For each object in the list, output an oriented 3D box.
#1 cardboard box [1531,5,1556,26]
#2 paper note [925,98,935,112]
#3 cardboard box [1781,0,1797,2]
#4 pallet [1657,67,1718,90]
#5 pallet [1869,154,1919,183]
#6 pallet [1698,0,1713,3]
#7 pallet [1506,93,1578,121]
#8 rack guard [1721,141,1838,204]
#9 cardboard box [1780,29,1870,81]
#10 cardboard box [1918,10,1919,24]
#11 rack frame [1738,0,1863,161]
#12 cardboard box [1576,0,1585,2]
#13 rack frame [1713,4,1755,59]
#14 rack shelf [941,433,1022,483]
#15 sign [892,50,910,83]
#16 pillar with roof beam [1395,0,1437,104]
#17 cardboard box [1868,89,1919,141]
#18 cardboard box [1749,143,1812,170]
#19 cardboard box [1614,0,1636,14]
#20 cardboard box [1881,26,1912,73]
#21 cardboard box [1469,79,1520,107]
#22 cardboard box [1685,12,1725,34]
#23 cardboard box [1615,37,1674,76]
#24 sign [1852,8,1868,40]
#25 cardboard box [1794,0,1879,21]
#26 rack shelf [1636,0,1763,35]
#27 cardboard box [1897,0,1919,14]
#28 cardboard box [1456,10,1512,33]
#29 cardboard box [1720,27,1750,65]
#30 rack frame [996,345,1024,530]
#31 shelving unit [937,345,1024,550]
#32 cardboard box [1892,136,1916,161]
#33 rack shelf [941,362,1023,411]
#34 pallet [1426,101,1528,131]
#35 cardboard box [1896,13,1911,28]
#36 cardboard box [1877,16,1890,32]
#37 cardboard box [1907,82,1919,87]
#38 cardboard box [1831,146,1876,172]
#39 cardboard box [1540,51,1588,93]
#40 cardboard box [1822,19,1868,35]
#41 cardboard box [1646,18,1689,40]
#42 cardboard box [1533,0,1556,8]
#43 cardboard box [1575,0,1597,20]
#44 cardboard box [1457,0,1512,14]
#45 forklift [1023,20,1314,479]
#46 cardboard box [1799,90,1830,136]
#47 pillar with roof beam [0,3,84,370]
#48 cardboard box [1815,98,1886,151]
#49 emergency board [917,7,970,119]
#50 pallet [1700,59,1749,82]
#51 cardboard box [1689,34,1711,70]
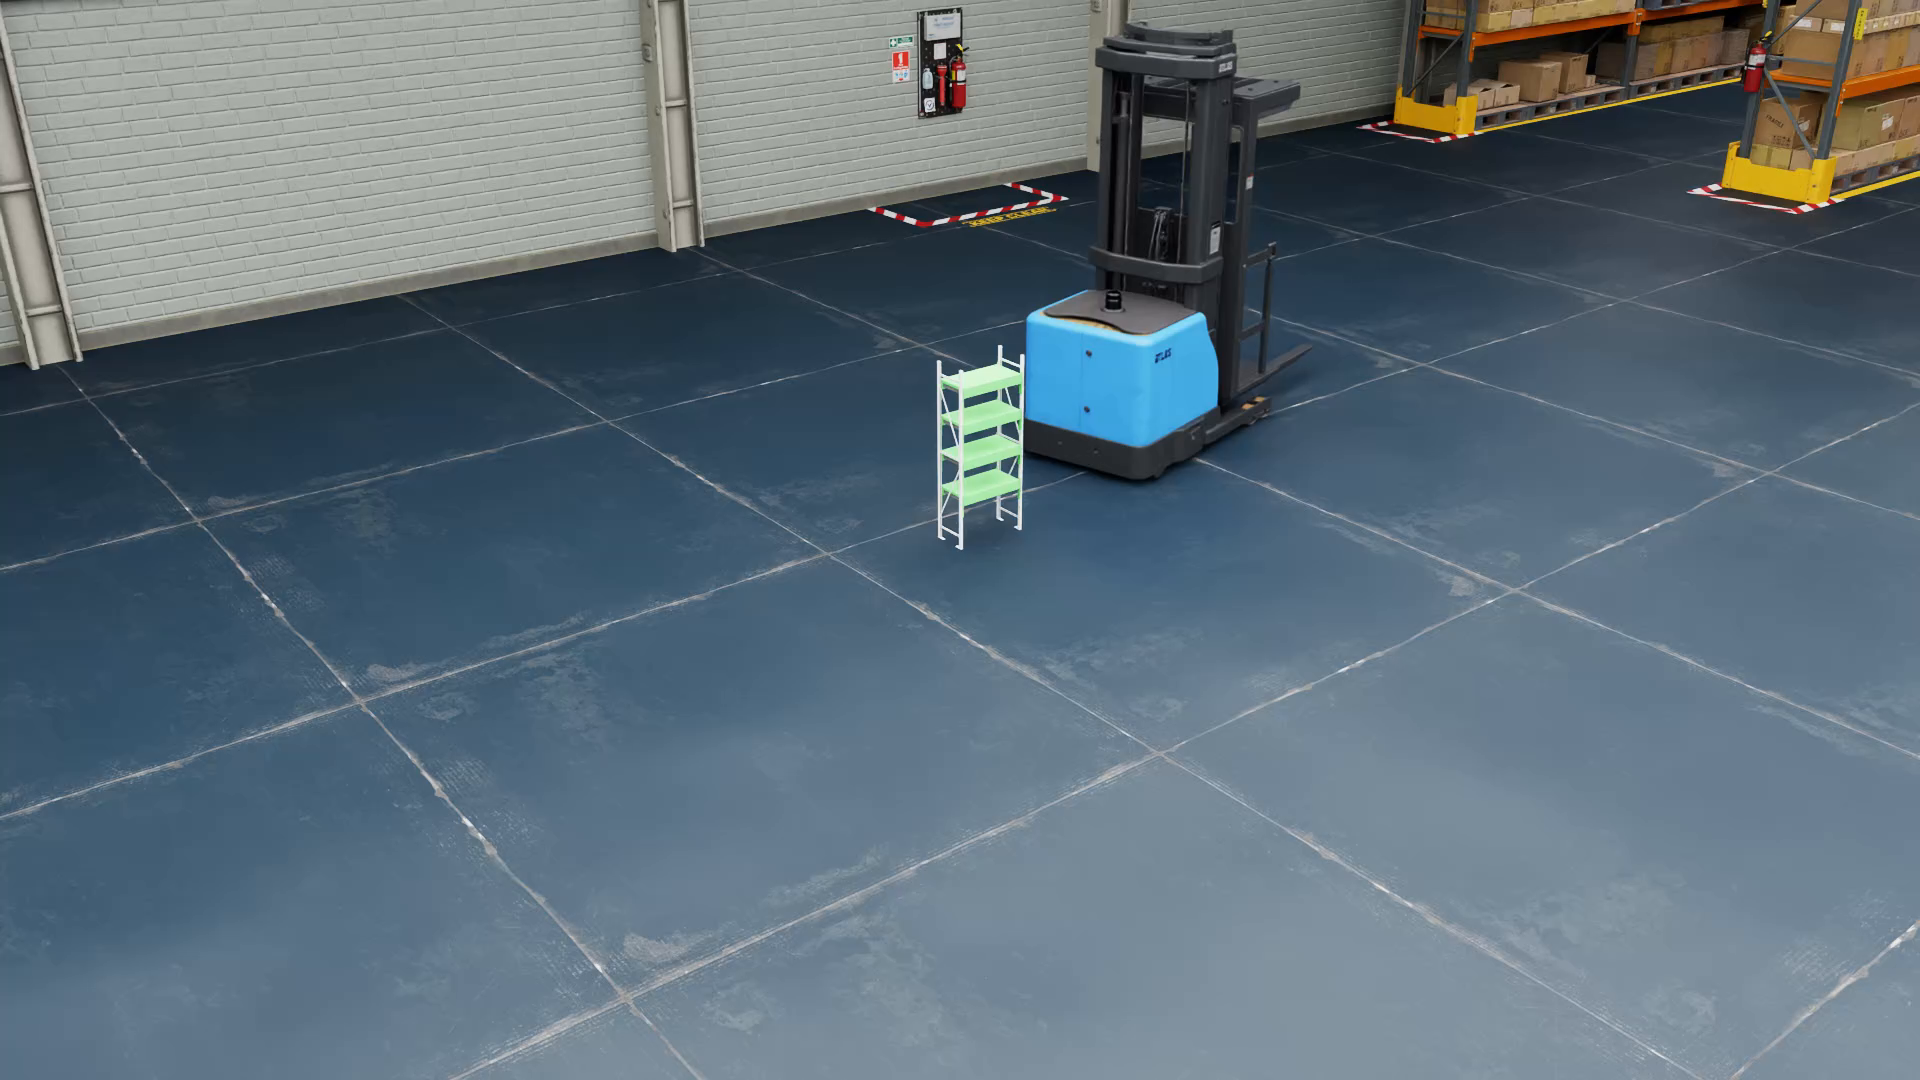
[{"bbox_3d":[7.899,-7.312,23.097,0.500,0.250,0.500,-19,31,-35],"label":"cardboard box"},{"bbox_3d":[-0.340,-4.938,18.872,0.142,0.148,0.016,-18,31,-34],"label":"paper note"},{"bbox_3d":[14.163,-8.746,28.087,0.750,0.750,0.750,-18,31,-34],"label":"cardboard box"},{"bbox_3d":[11.235,-7.375,26.391,1.213,0.211,1.003,-18,31,-34],"label":"pallet"},{"bbox_3d":[11.109,-4.703,20.632,1.213,0.211,1.003,-18,31,-34],"label":"pallet"},{"bbox_3d":[11.277,-8.543,25.823,1.213,0.211,1.003,-18,31,-34],"label":"pallet"},{"bbox_3d":[8.195,-6.349,24.180,1.213,0.211,1.003,-18,31,-34],"label":"pallet"},{"bbox_3d":[9.555,-4.300,19.421,0.348,0.500,1.175,-18,31,-34],"label":"rack guard"},{"bbox_3d":[9.949,-5.602,19.139,0.500,0.500,0.700,-18,31,-34],"label":"cardboard box"},{"bbox_3d":[11.226,-6.209,19.676,0.250,0.149,0.380,-18,30,-34],"label":"cardboard box"},{"bbox_3d":[9.574,-5.440,18.908,0.127,3.000,1.000,-18,31,-34],"label":"rack frame"},{"bbox_3d":[8.689,-7.916,23.507,0.500,0.500,0.500,-19,31,-35],"label":"cardboard box"},{"bbox_3d":[12.810,-9.158,26.920,0.127,3.000,1.000,-18,31,-34],"label":"rack frame"},{"bbox_3d":[0.130,-0.529,10.617,0.480,0.148,0.258,-18,31,-34],"label":"rack shelf"},{"bbox_3d":[-0.657,-5.267,18.493,0.234,0.329,0.001,-18,31,-34],"label":"sign"},{"bbox_3d":[9.188,-8.843,19.115,0.400,9.000,9.100,-18,31,-34],"label":"pillar with roof beam"},{"bbox_3d":[11.315,-5.178,20.220,0.500,0.500,0.500,-18,31,-34],"label":"cardboard box"},{"bbox_3d":[9.814,-4.620,19.910,0.500,0.250,0.500,-18,31,-34],"label":"cardboard box"},{"bbox_3d":[9.476,-7.837,24.227,0.500,0.250,0.500,-18,30,-34],"label":"cardboard box"},{"bbox_3d":[10.754,-5.867,19.710,0.500,0.500,0.700,-18,30,-34],"label":"cardboard box"},{"bbox_3d":[7.563,-6.358,23.557,0.500,0.311,0.500,-15,29,-30],"label":"cardboard box"},{"bbox_3d":[11.788,-8.232,26.481,0.500,0.250,0.500,-18,30,-33],"label":"cardboard box"},{"bbox_3d":[10.607,-7.532,25.863,0.500,0.500,0.700,-19,31,-35],"label":"cardboard box"},{"bbox_3d":[9.912,-5.683,18.310,0.005,0.325,0.100,-18,31,-34],"label":"sign"},{"bbox_3d":[9.991,-6.204,18.896,0.500,0.500,0.700,-18,30,-34],"label":"cardboard box"},{"bbox_3d":[11.236,-8.312,25.952,4.000,0.370,1.077,-18,31,-34],"label":"rack shelf"},{"bbox_3d":[10.798,-6.474,19.477,0.500,0.500,0.700,-18,30,-34],"label":"cardboard box"},{"bbox_3d":[7.094,-7.043,22.516,0.500,0.250,0.500,-19,31,-35],"label":"cardboard box"},{"bbox_3d":[12.275,-8.019,26.913,0.500,0.500,0.700,-18,30,-33],"label":"cardboard box"},{"bbox_3d":[0.322,-0.651,10.727,0.015,1.200,0.240,-18,31,-34],"label":"rack frame"},{"bbox_3d":[0.130,-0.587,10.590,0.503,1.200,0.258,-18,31,-34],"label":"shelving unit"},{"bbox_3d":[11.315,-4.838,20.378,0.500,0.250,0.500,-18,31,-34],"label":"cardboard box"},{"bbox_3d":[0.130,-0.965,10.415,0.480,0.148,0.258,-18,31,-34],"label":"rack shelf"},{"bbox_3d":[7.235,-6.034,23.501,1.213,0.211,1.003,-18,31,-34],"label":"pallet"},{"bbox_3d":[10.827,-6.079,19.395,0.250,0.149,0.380,-19,31,-36],"label":"cardboard box"},{"bbox_3d":[10.419,-5.944,19.105,0.250,0.149,0.380,-18,30,-34],"label":"cardboard box"},{"bbox_3d":[12.091,-5.443,20.792,0.500,0.500,0.500,-18,31,-34],"label":"cardboard box"},{"bbox_3d":[10.525,-4.580,19.822,0.500,0.250,0.500,-18,31,-34],"label":"cardboard box"},{"bbox_3d":[8.870,-6.902,24.505,0.500,0.500,0.500,-21,32,-38],"label":"cardboard box"},{"bbox_3d":[10.016,-5.810,18.816,0.250,0.149,0.380,-19,31,-34],"label":"cardboard box"},{"bbox_3d":[10.983,-7.973,25.923,0.500,0.250,0.500,-19,31,-35],"label":"cardboard box"},{"bbox_3d":[7.881,-7.643,22.918,0.500,0.500,0.500,-19,31,-36],"label":"cardboard box"},{"bbox_3d":[8.693,-7.574,23.661,0.500,0.250,0.500,-18,31,-34],"label":"cardboard box"},{"bbox_3d":[7.076,-7.386,22.364,0.500,0.500,0.500,-18,31,-34],"label":"cardboard box"},{"bbox_3d":[1.735,-2.306,12.237,1.130,2.935,3.031,17,30,33],"label":"forklift"},{"bbox_3d":[10.590,-5.226,20.323,0.500,0.500,0.500,-18,31,-34],"label":"cardboard box"},{"bbox_3d":[-4.977,-4.168,9.040,0.400,9.000,9.100,-18,31,-34],"label":"pillar with roof beam"},{"bbox_3d":[10.526,-4.919,19.663,0.500,0.500,0.500,-18,31,-34],"label":"cardboard box"},{"bbox_3d":[-0.158,-5.360,18.737,0.643,1.169,0.194,-18,31,-34],"label":"emergency board"},{"bbox_3d":[12.194,-7.691,27.070,1.213,0.211,1.003,-18,31,-34],"label":"pallet"},{"bbox_3d":[11.425,-7.786,26.409,0.500,0.500,0.700,-18,31,-34],"label":"cardboard box"}]
